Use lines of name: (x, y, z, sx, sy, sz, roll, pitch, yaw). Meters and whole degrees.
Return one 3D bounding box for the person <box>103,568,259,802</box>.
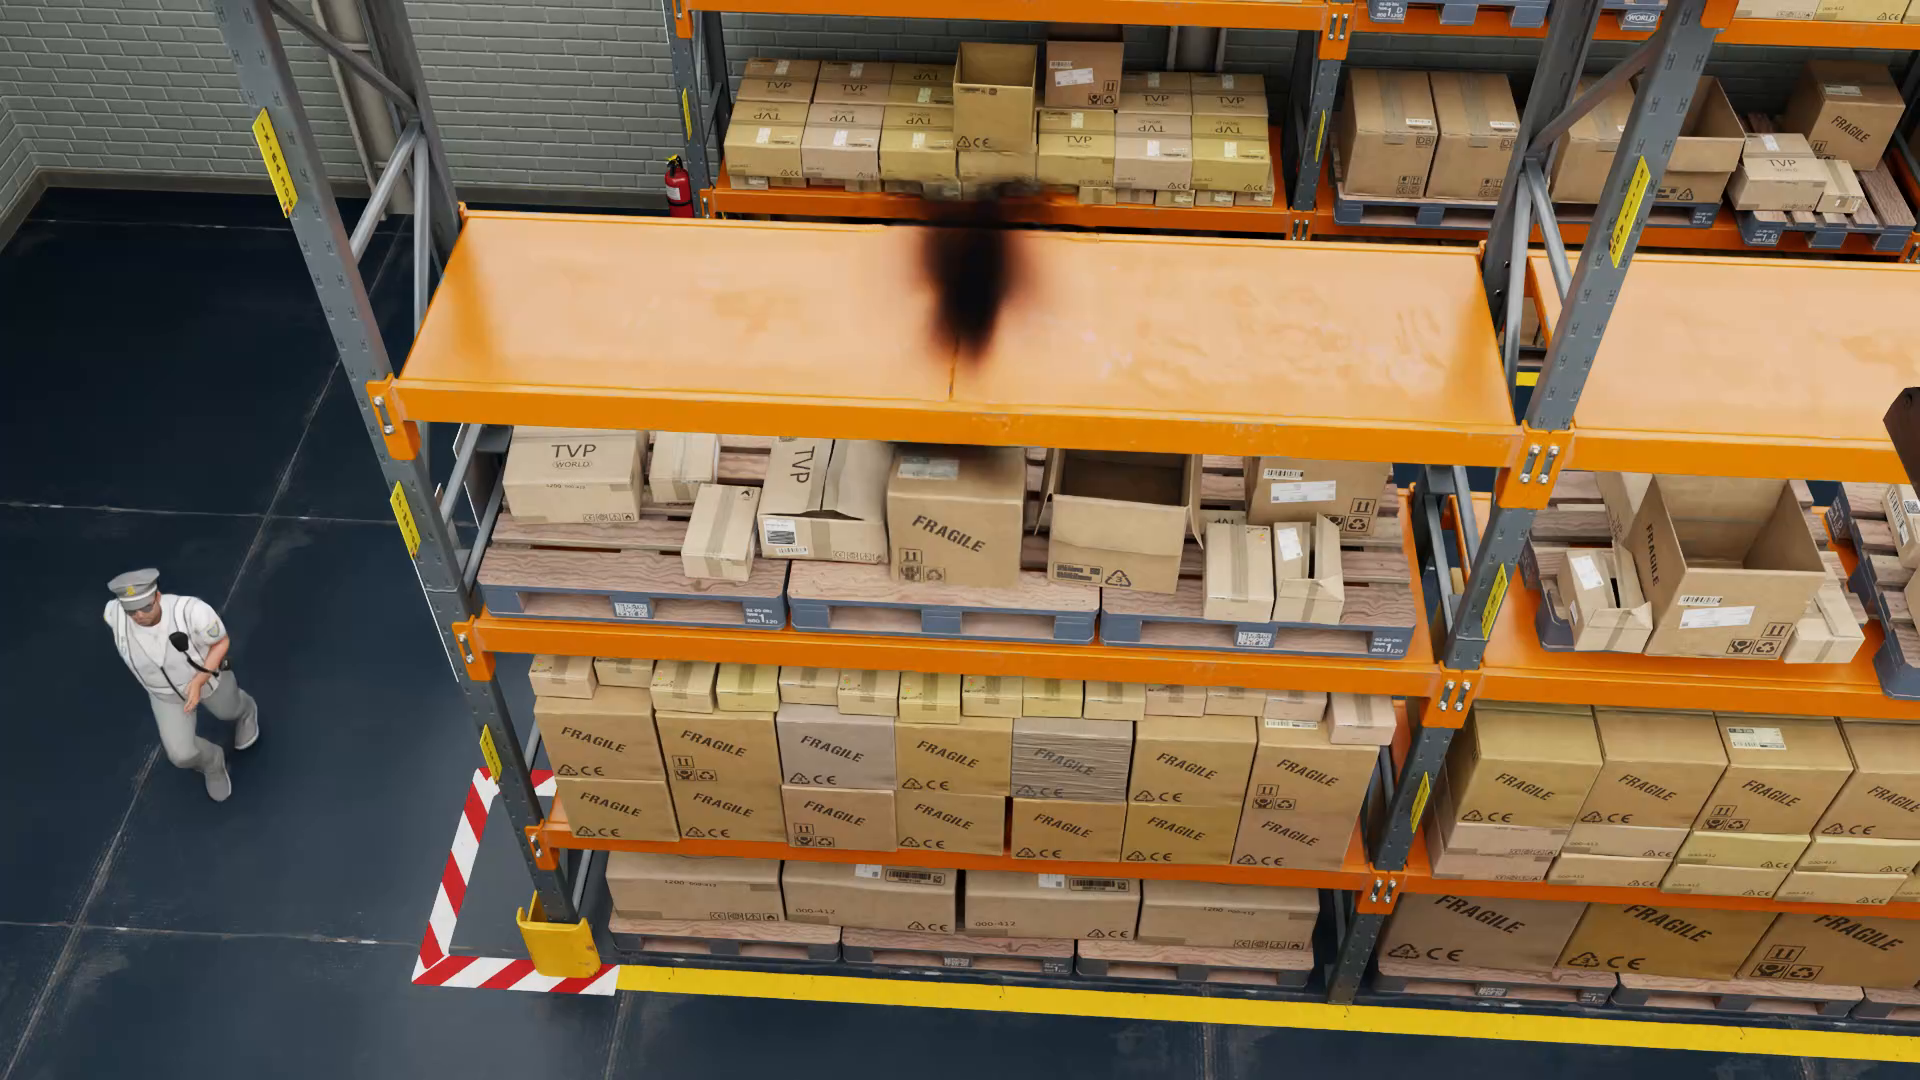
person: (-4.125, 0.747, 8.908, 0.579, 1.804, 0.838, -12, 49, -10)
